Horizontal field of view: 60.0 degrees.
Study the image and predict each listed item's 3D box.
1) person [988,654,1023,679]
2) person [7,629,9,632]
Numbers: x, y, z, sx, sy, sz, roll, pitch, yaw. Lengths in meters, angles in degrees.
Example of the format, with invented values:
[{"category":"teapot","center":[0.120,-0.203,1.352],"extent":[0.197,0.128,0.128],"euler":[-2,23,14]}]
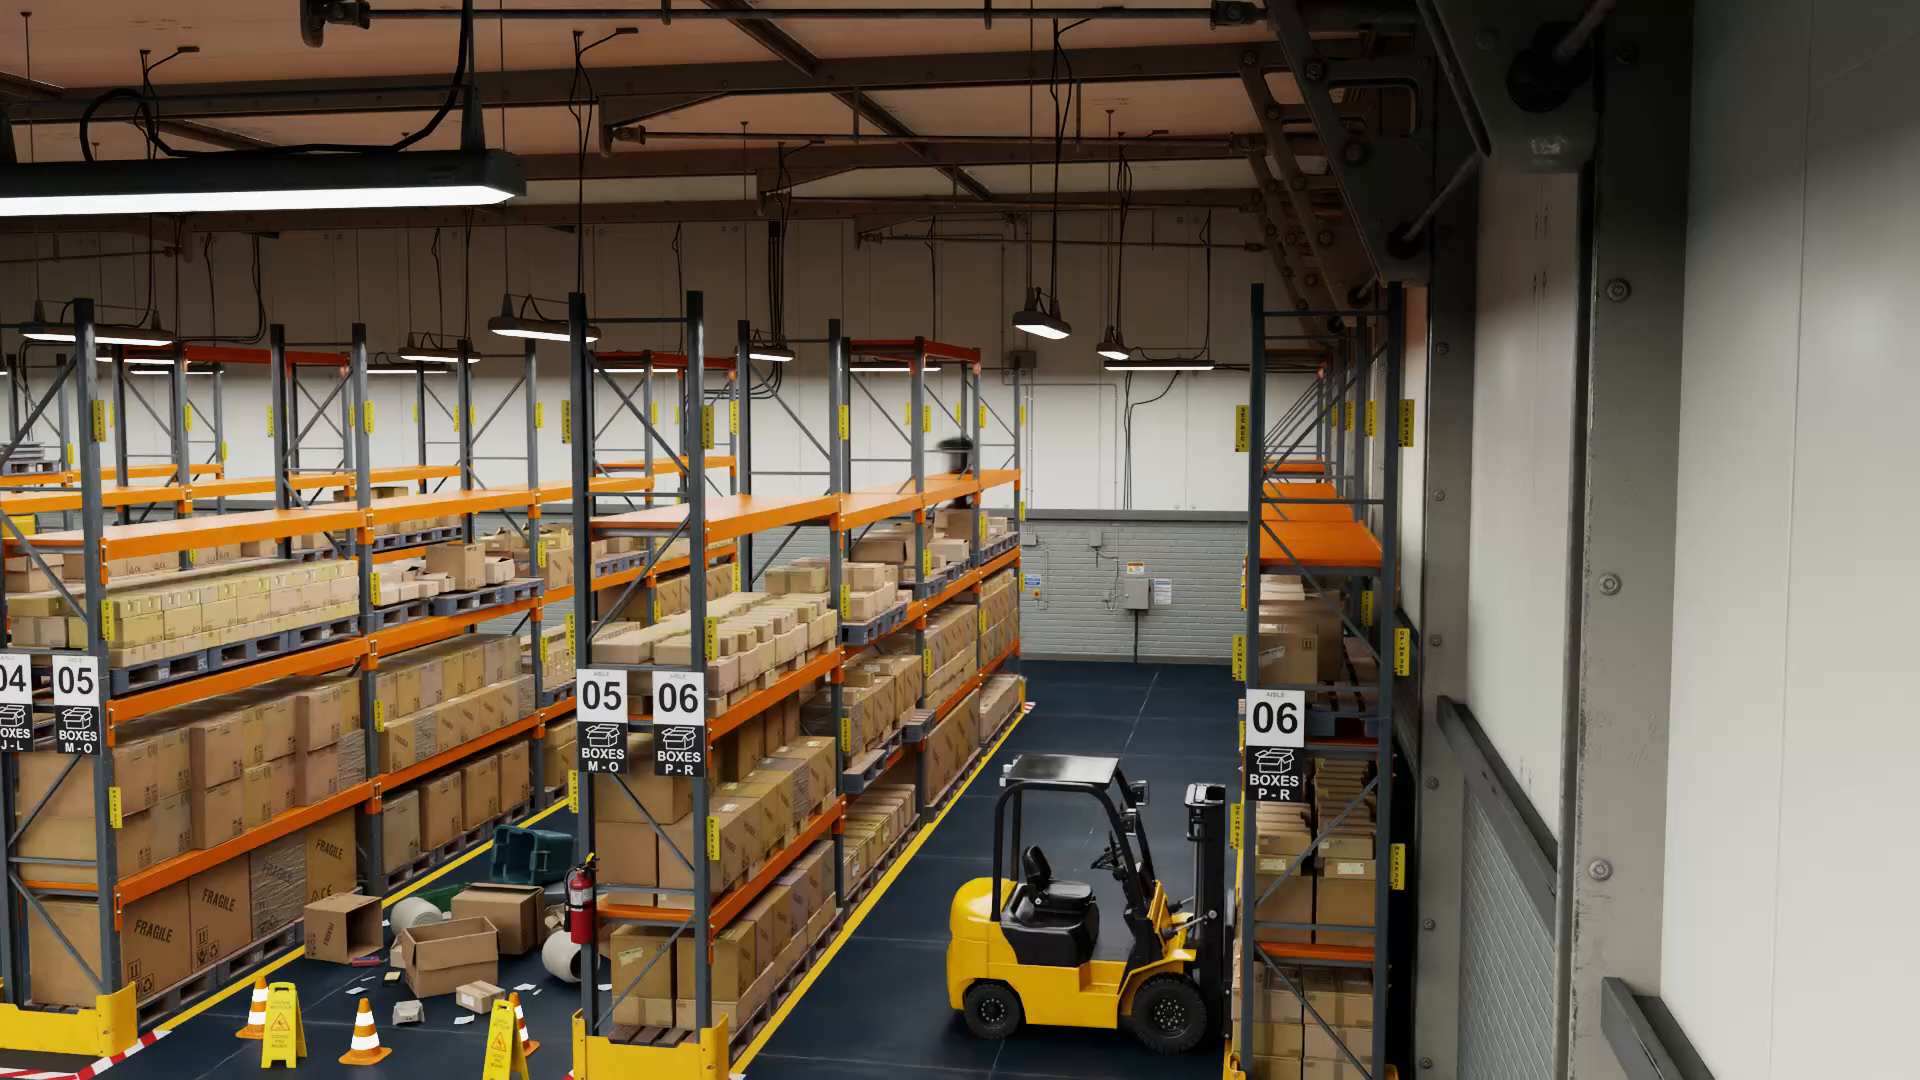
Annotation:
[{"category":"person","center":[0.766,2.014,29.364],"extent":[0.675,1.606,0.575],"euler":[2,5,18]},{"category":"person","center":[-18.941,1.672,33.477],"extent":[0.825,1.591,0.635],"euler":[5,6,44]}]
